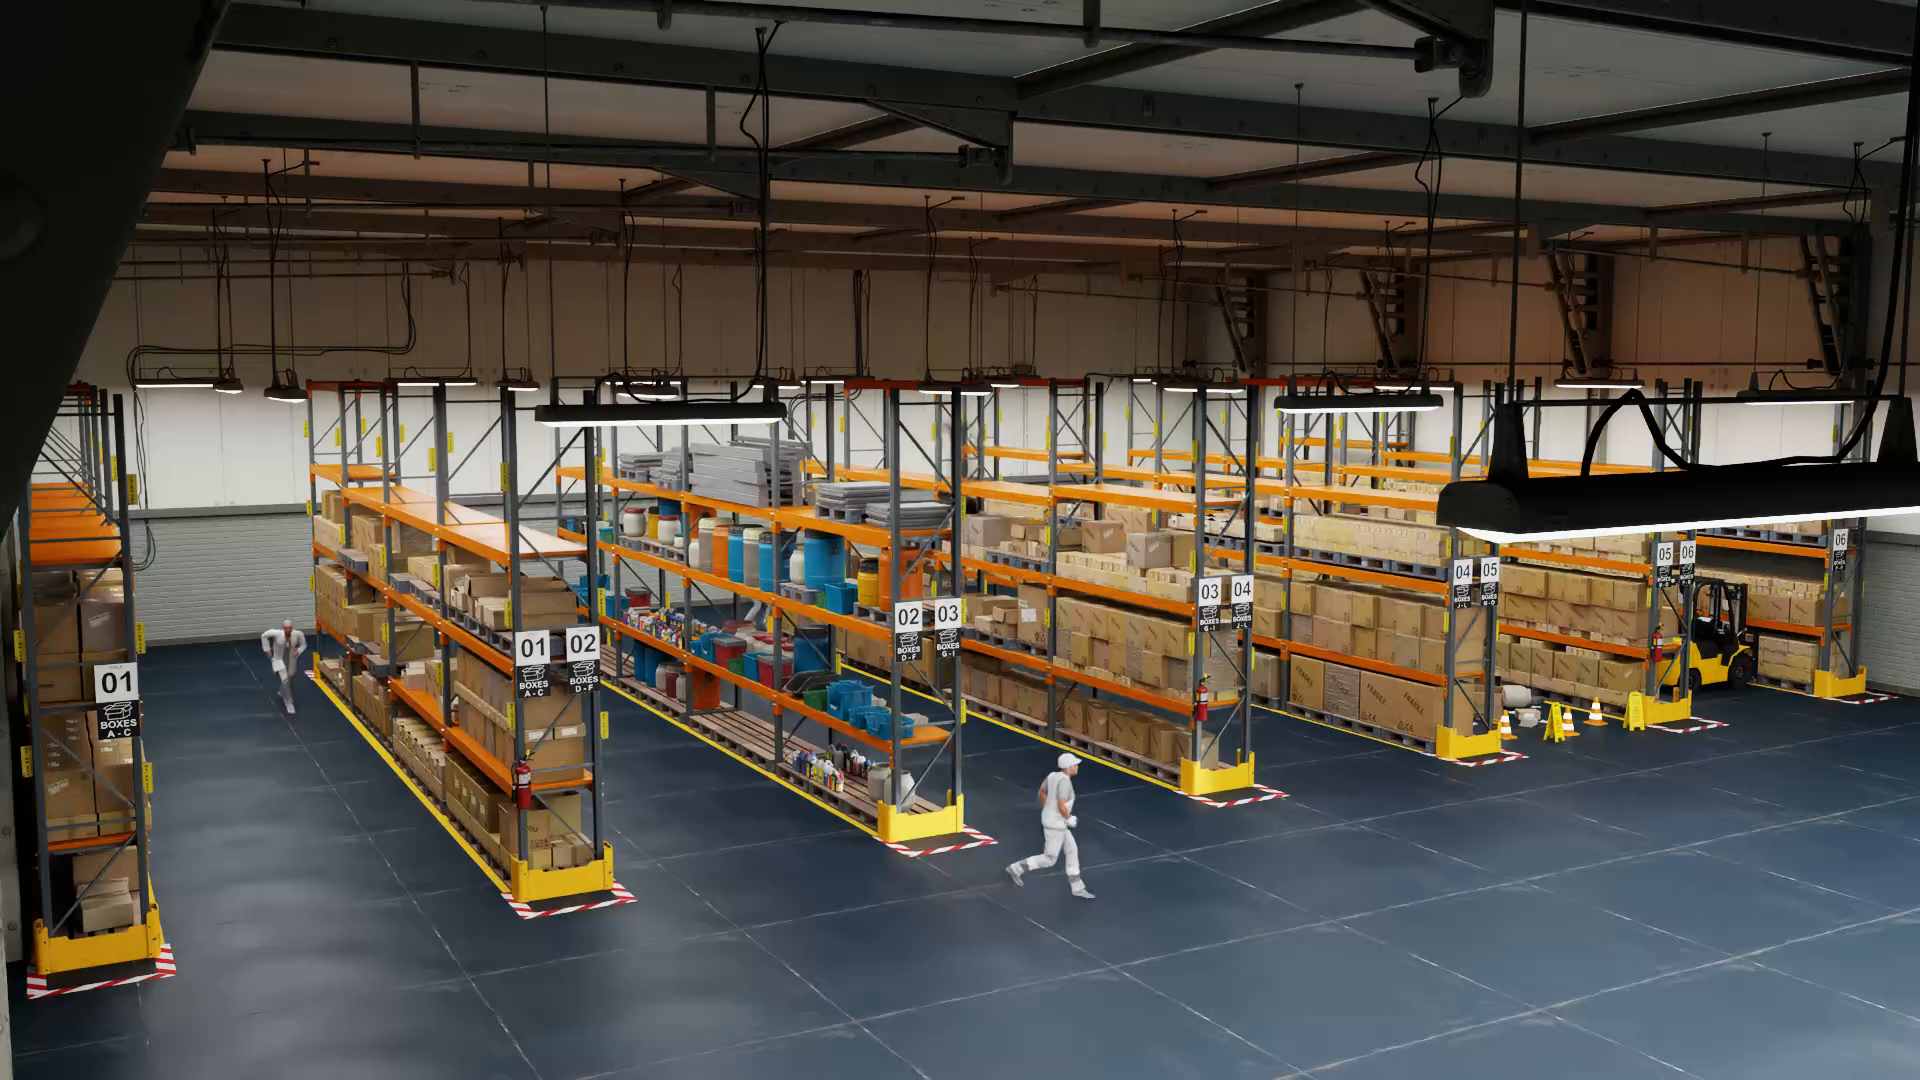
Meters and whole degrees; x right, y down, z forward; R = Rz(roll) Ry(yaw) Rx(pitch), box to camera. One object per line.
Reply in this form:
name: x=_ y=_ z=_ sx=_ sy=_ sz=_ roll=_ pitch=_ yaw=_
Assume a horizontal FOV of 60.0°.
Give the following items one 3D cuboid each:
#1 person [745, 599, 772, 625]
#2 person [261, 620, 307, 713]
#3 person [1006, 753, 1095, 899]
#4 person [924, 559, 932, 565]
person: x=-4.818 y=1.286 z=39.887 sx=0.741 sy=1.692 sz=0.571 roll=1 pitch=6 yaw=8
person: x=-12.391 y=2.280 z=30.483 sx=0.753 sy=1.744 sz=1.056 roll=-4 pitch=7 yaw=-32
person: x=1.071 y=3.390 z=19.587 sx=1.078 sy=1.772 sz=0.658 roll=-1 pitch=6 yaw=-6
person: x=-0.831 y=1.282 z=39.800 sx=0.667 sy=1.681 sz=0.575 roll=-1 pitch=6 yaw=-9
